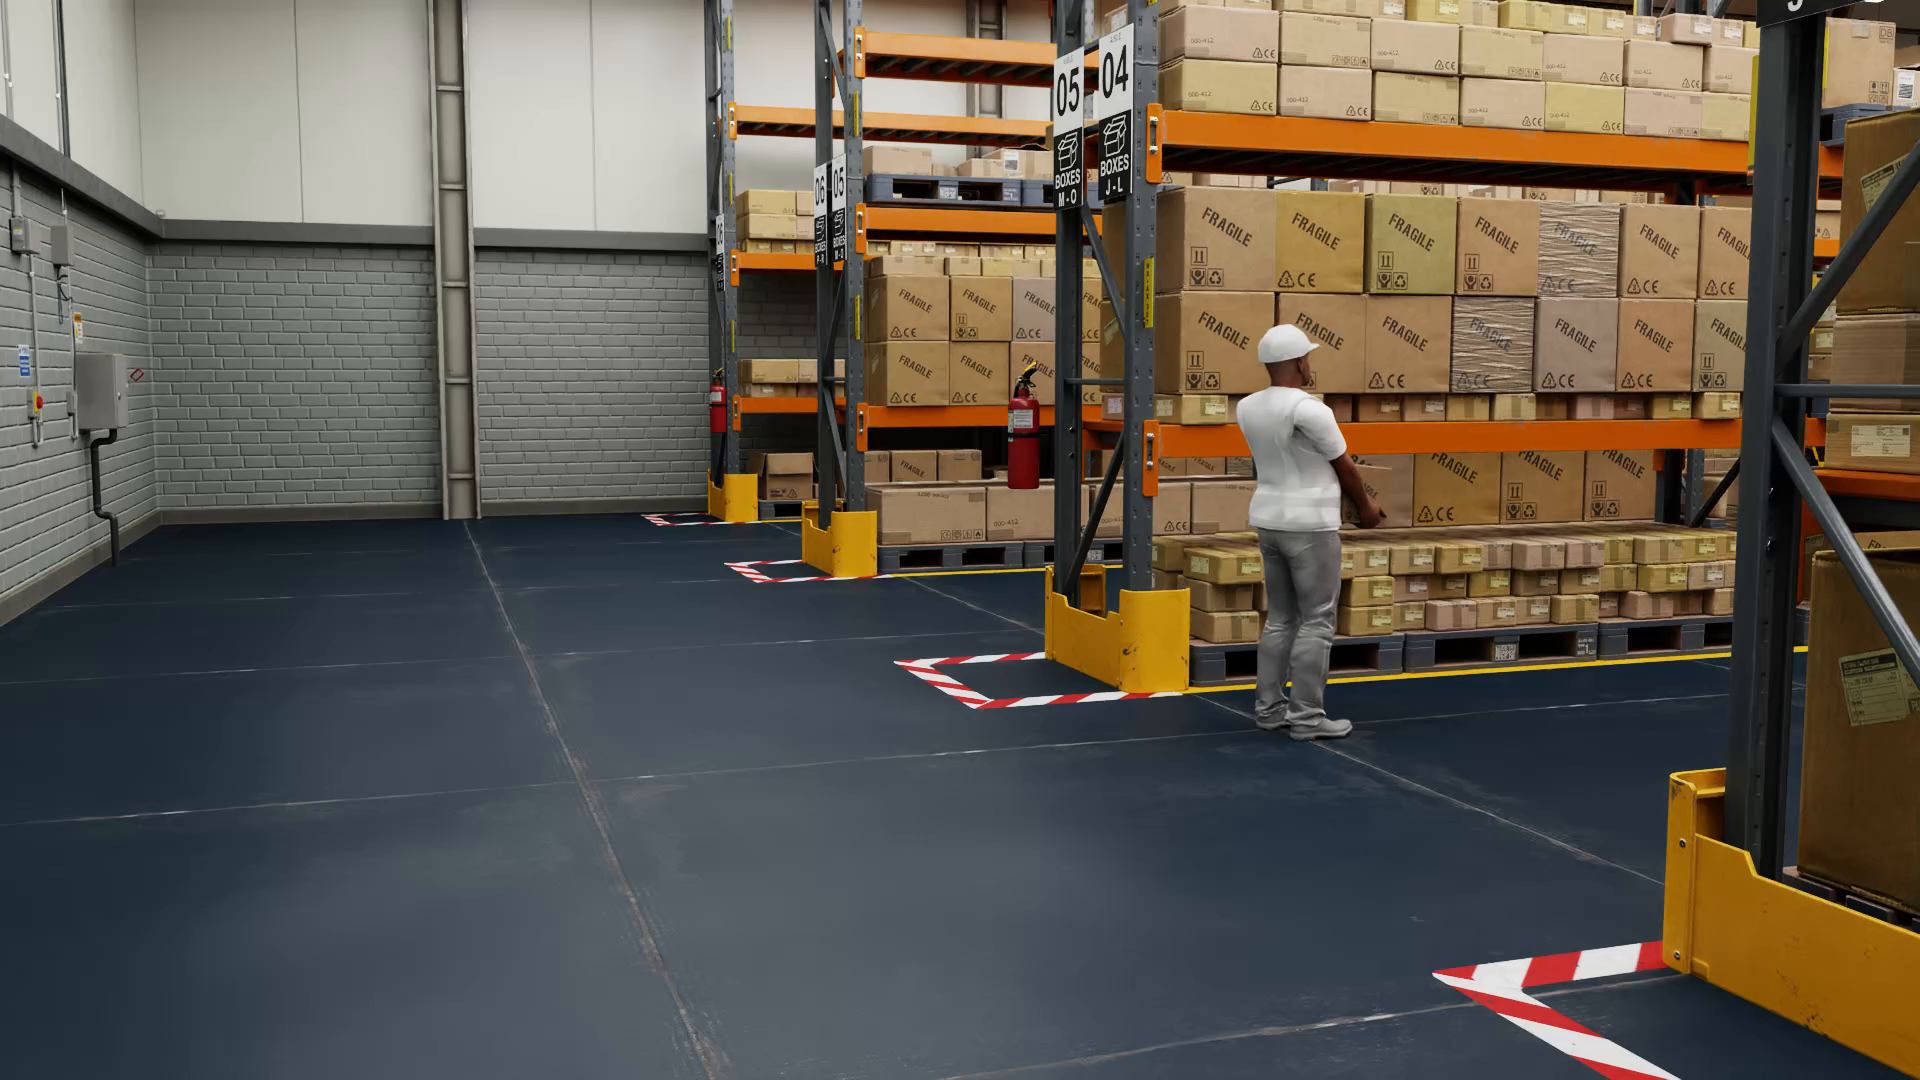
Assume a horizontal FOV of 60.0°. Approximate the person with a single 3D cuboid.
[{"bbox_3d":[1.520,-0.045,7.192,0.577,1.761,0.502,-3,6,-28],"label":"person"}]
